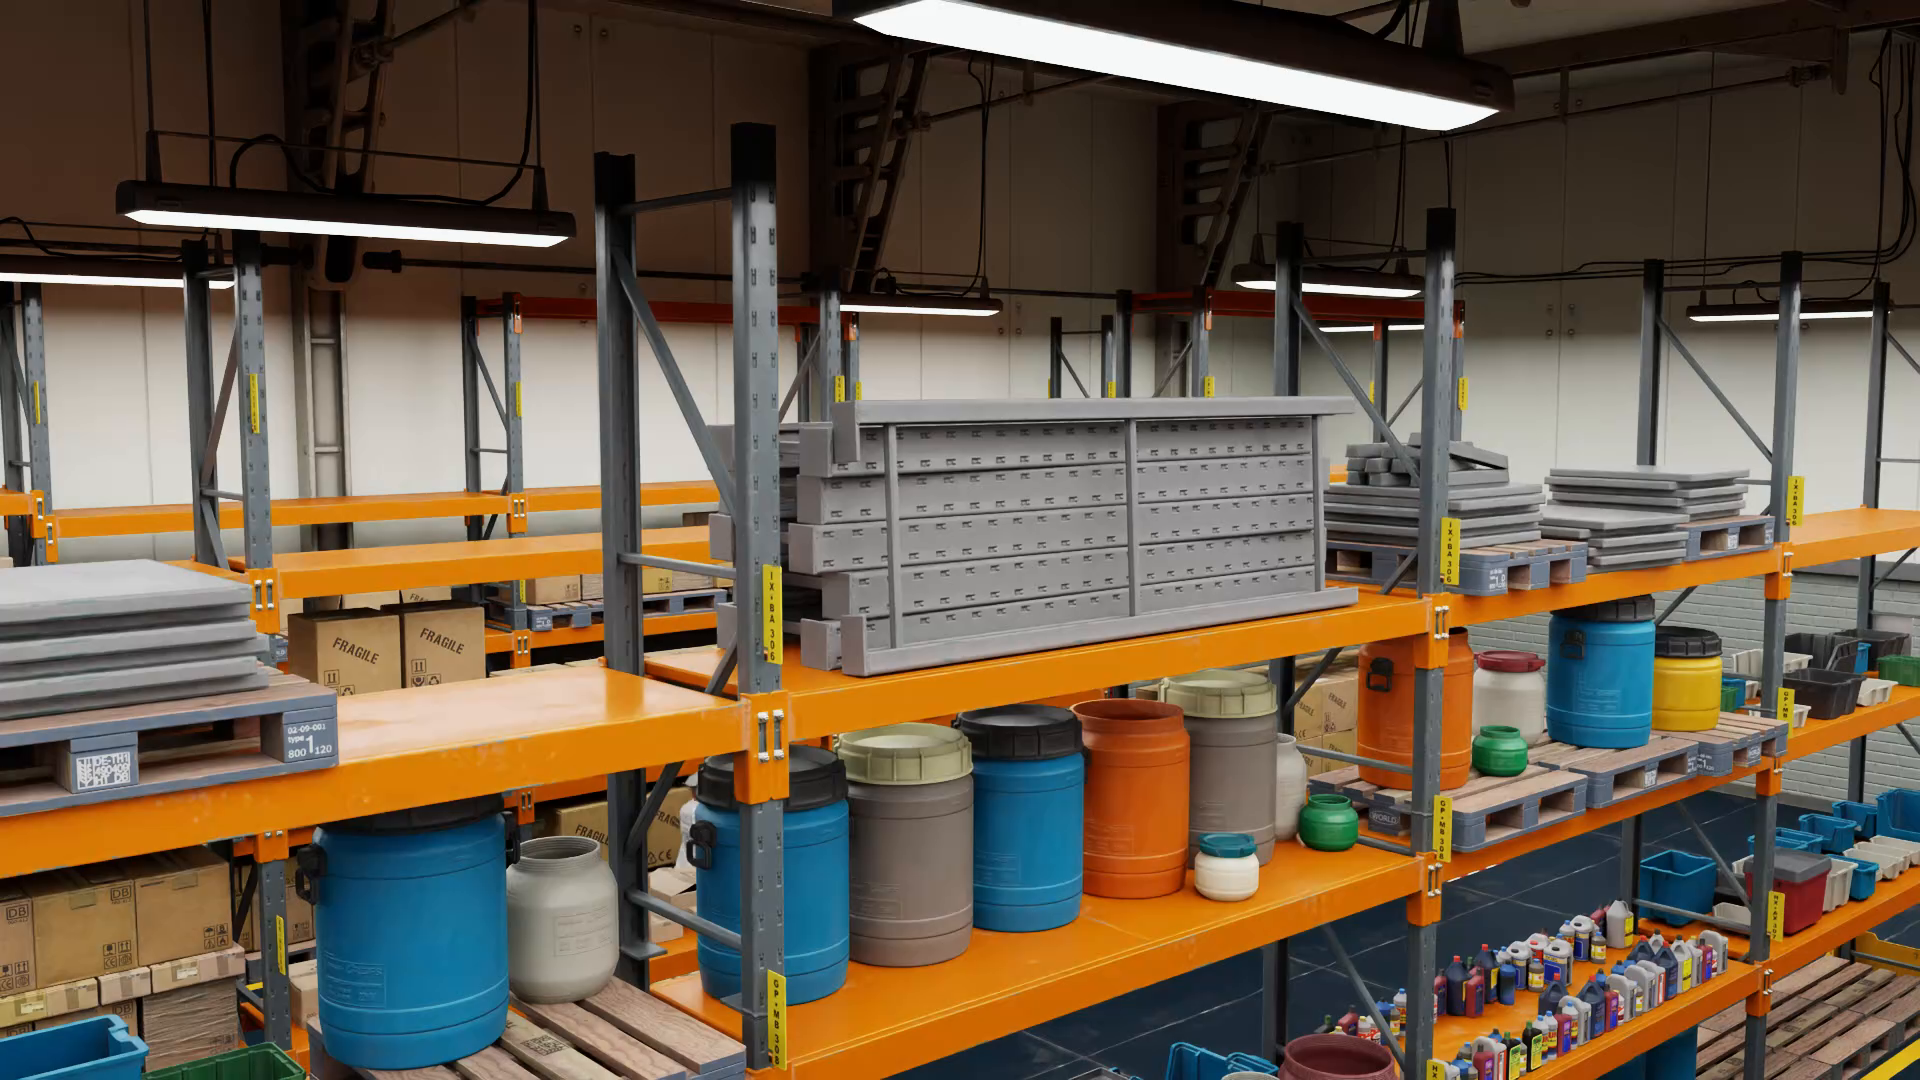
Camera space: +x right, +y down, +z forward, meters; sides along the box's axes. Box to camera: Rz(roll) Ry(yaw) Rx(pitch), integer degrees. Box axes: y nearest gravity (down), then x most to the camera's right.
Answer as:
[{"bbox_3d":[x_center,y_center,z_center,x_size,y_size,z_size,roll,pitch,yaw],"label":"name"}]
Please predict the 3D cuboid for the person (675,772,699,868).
[{"bbox_3d":[-2.306,2.905,14.556,0.493,1.763,0.586,-3,6,-30],"label":"person"}]
